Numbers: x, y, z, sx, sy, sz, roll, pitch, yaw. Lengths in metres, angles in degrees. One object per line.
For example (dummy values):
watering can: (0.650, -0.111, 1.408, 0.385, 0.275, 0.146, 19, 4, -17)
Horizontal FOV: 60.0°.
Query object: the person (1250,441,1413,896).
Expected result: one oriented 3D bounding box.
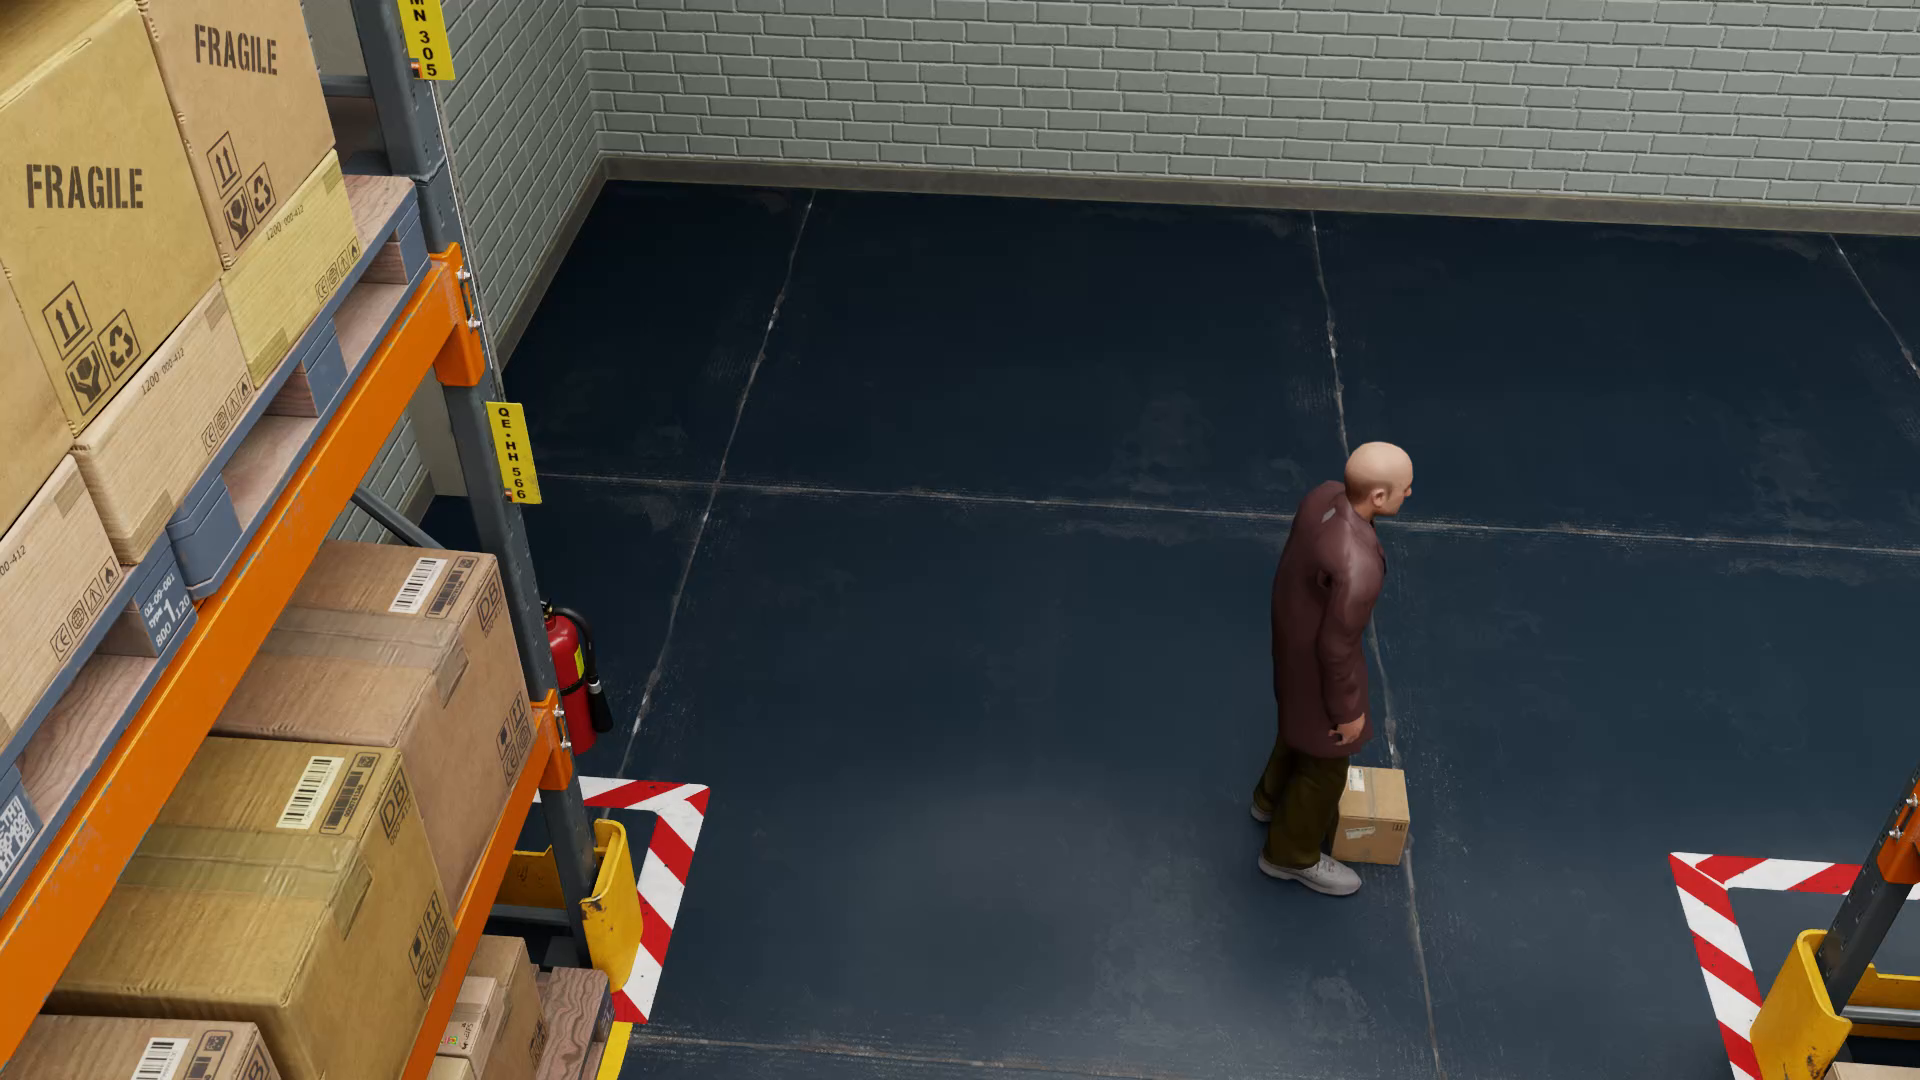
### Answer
person: (1.255, 0.411, 5.671, 0.429, 1.772, 0.649, 1, 40, 1)
